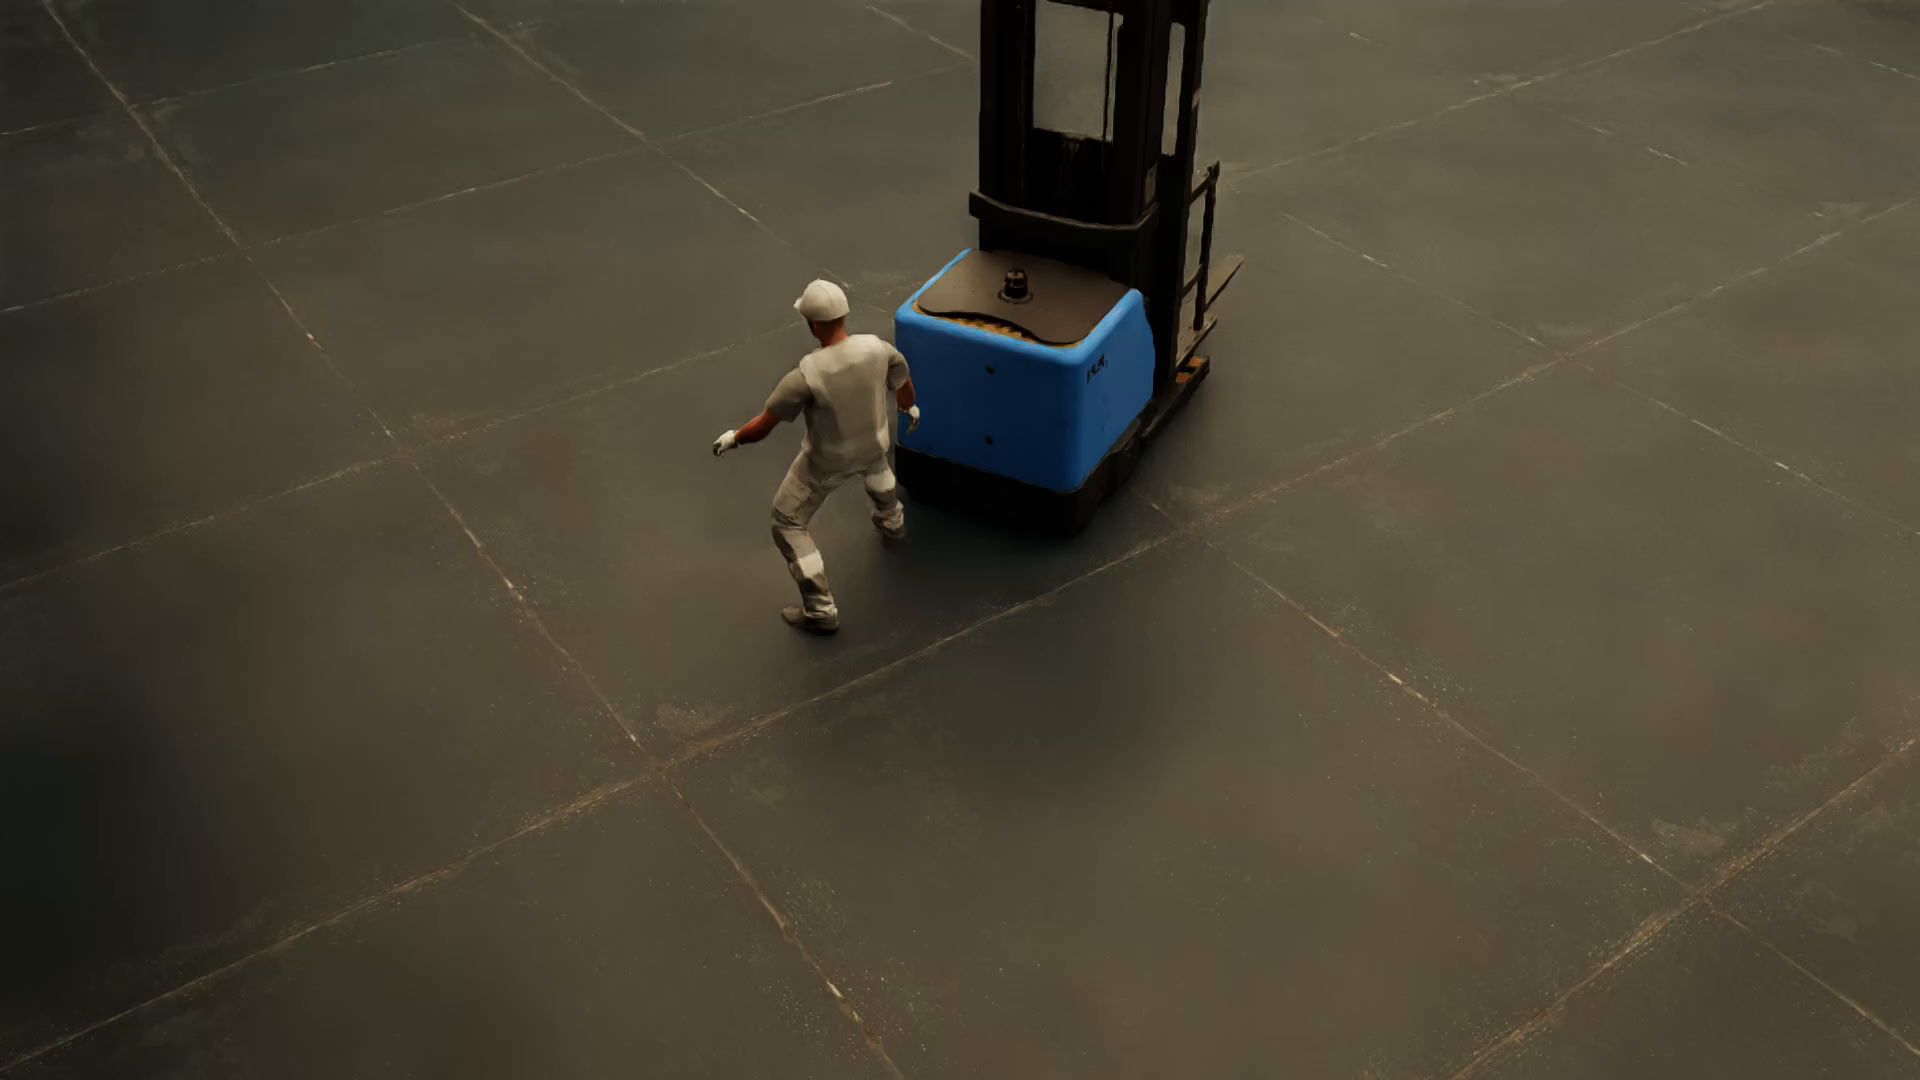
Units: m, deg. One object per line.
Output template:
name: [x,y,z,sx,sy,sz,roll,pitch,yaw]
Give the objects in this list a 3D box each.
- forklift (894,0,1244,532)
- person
forklift: [0.788,-2.082,8.760,1.130,2.935,3.031,17,40,22]
person: [-0.593,-0.456,7.673,0.996,1.643,0.703,-19,41,-24]
